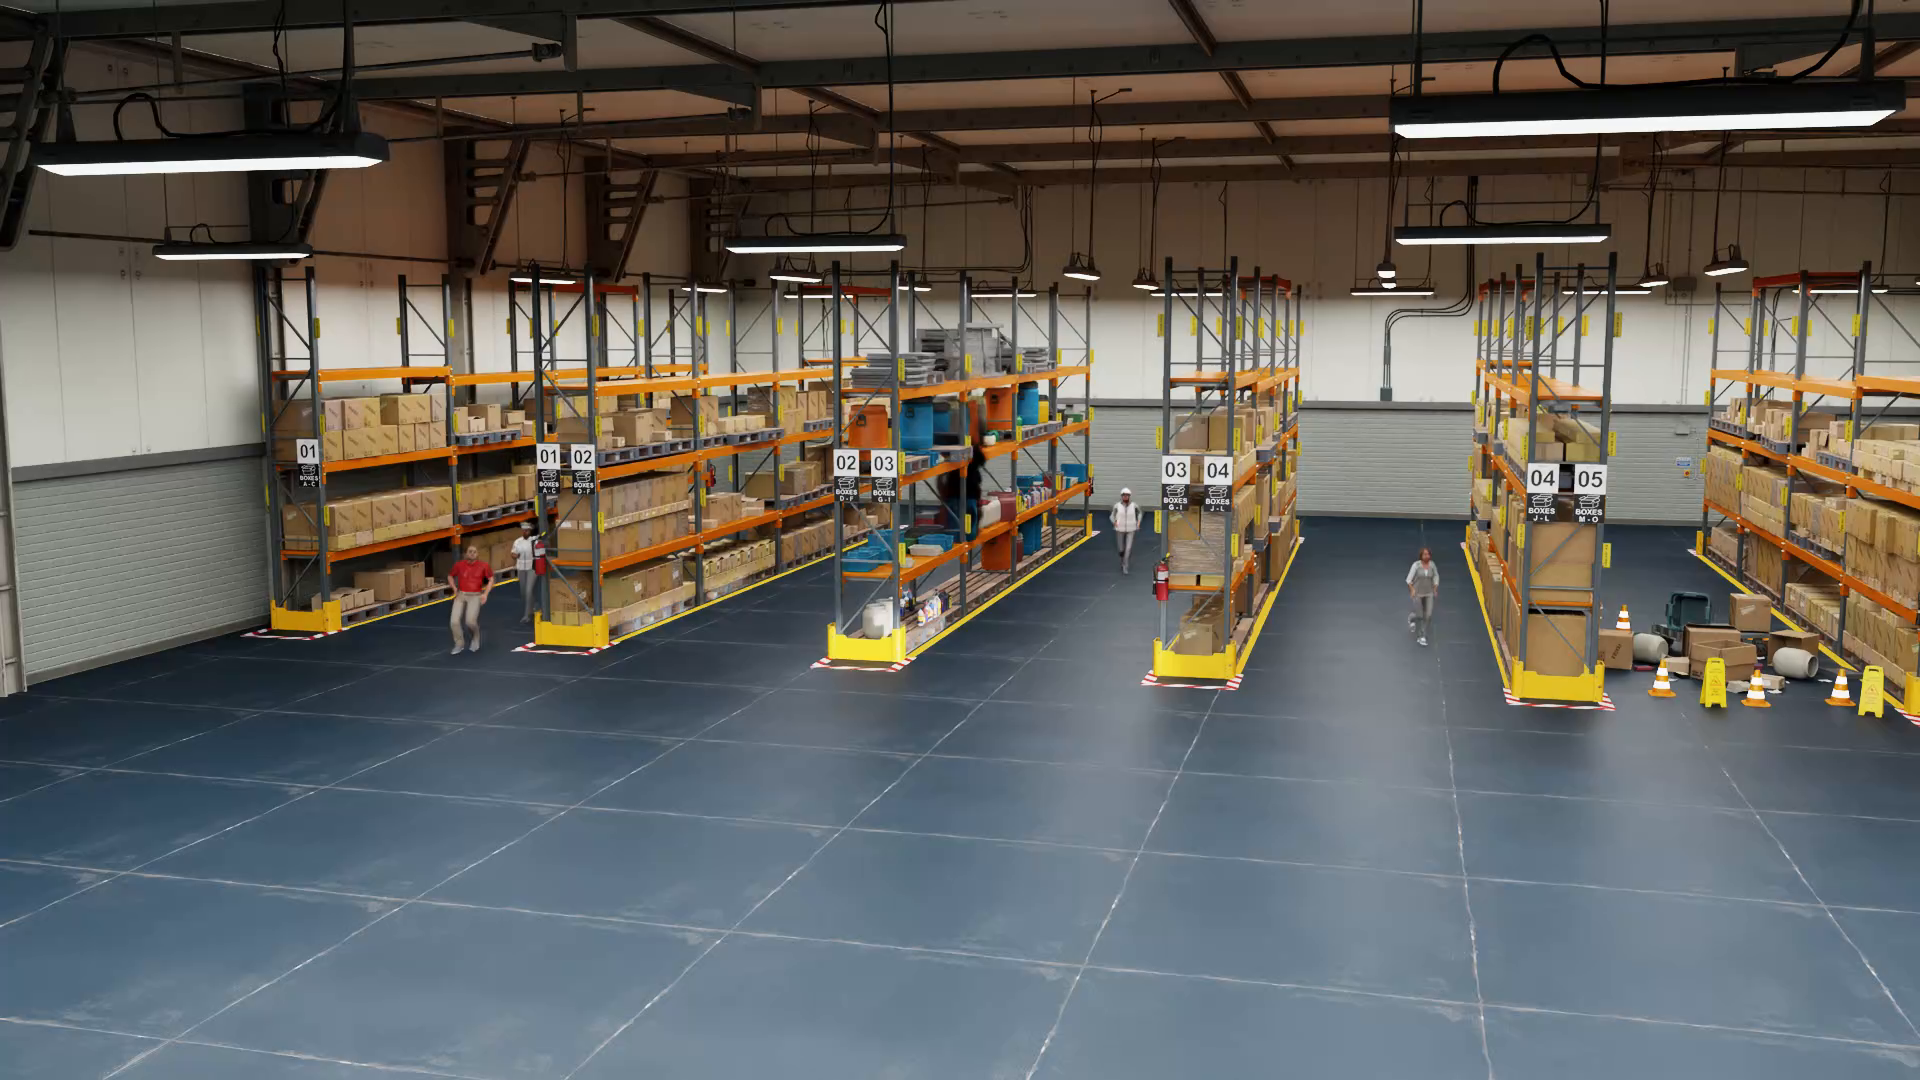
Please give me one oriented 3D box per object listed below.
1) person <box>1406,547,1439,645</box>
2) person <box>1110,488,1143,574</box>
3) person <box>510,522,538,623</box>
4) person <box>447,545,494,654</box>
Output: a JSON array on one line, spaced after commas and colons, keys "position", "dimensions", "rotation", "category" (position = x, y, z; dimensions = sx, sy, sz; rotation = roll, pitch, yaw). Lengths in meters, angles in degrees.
[{"position": [7.386, 0.876, 26.599], "dimensions": [0.518, 1.554, 0.595], "rotation": [0, 7, 0], "category": "person"}, {"position": [3.430, -0.200, 34.292], "dimensions": [0.677, 1.742, 0.896], "rotation": [1, 7, 6], "category": "person"}, {"position": [-7.434, 0.515, 28.632], "dimensions": [0.575, 1.685, 0.938], "rotation": [1, 7, 6], "category": "person"}, {"position": [-7.634, 0.918, 25.838], "dimensions": [0.684, 1.668, 0.534], "rotation": [0, 7, 1], "category": "person"}]
